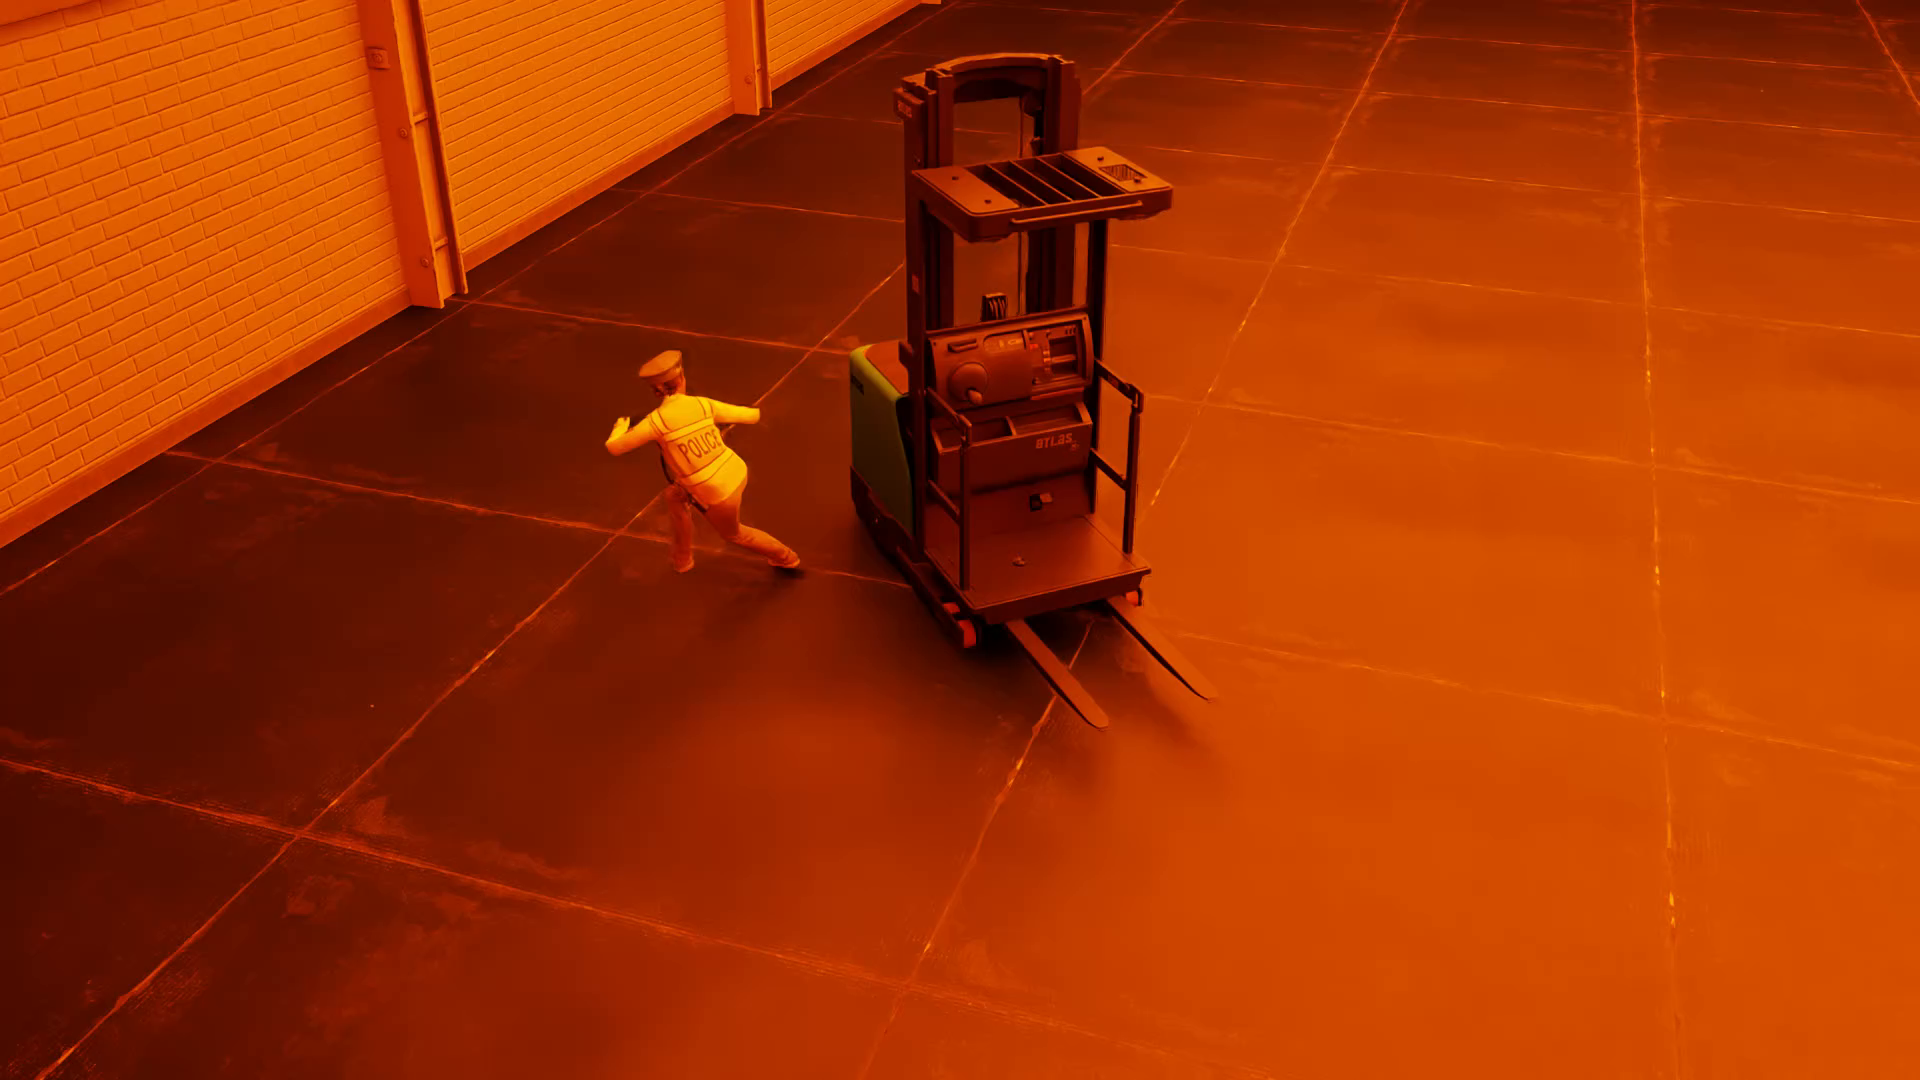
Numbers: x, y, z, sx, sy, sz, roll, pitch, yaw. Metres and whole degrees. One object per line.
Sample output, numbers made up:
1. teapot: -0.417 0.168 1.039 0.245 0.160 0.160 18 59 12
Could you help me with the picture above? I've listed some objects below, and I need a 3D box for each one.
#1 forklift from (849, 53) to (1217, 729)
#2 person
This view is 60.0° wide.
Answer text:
1. forklift: 0.371 -0.920 8.750 1.130 2.935 3.031 -12 32 -20
2. person: -1.478 -0.409 9.344 0.886 1.429 0.910 18 34 28
